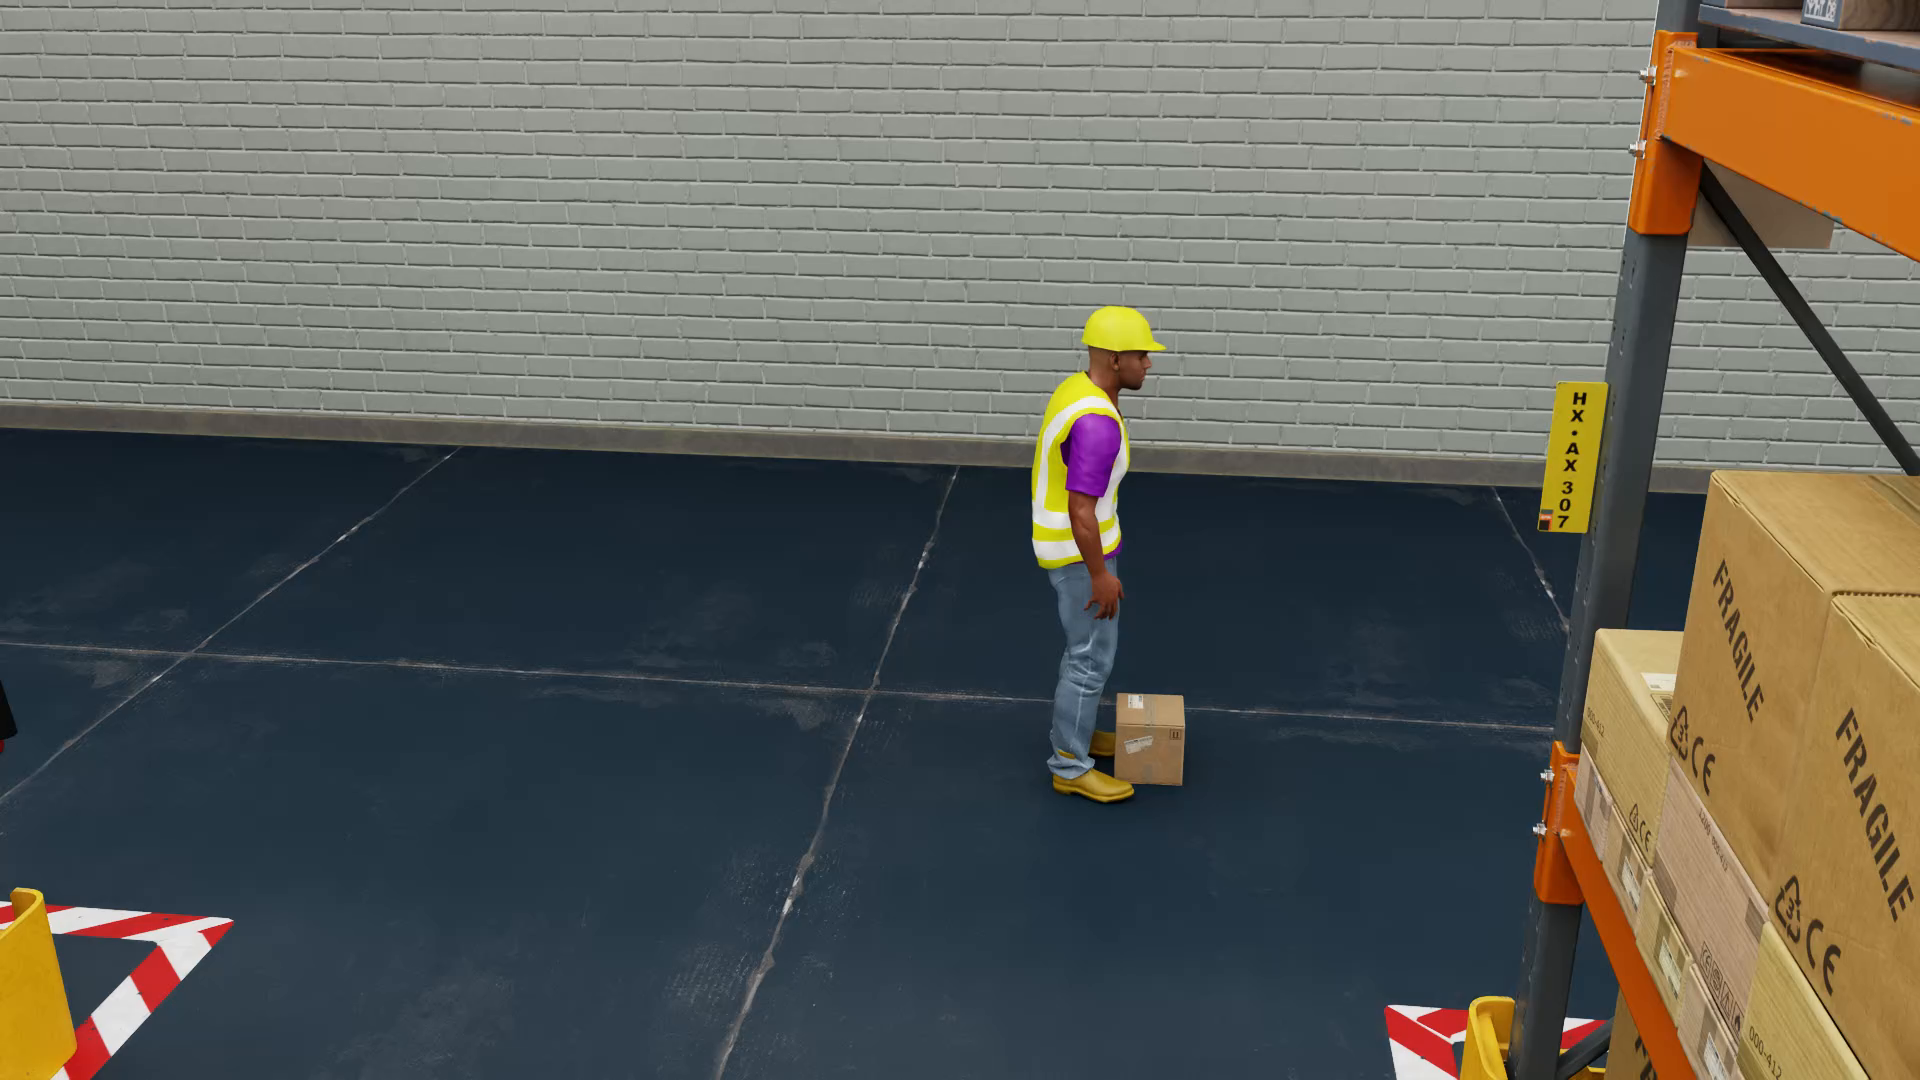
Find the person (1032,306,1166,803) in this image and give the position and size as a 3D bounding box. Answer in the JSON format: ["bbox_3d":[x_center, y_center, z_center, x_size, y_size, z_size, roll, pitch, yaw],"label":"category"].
[{"bbox_3d":[0.481,0.031,5.976,0.455,1.761,0.637,2,21,4],"label":"person"}]
